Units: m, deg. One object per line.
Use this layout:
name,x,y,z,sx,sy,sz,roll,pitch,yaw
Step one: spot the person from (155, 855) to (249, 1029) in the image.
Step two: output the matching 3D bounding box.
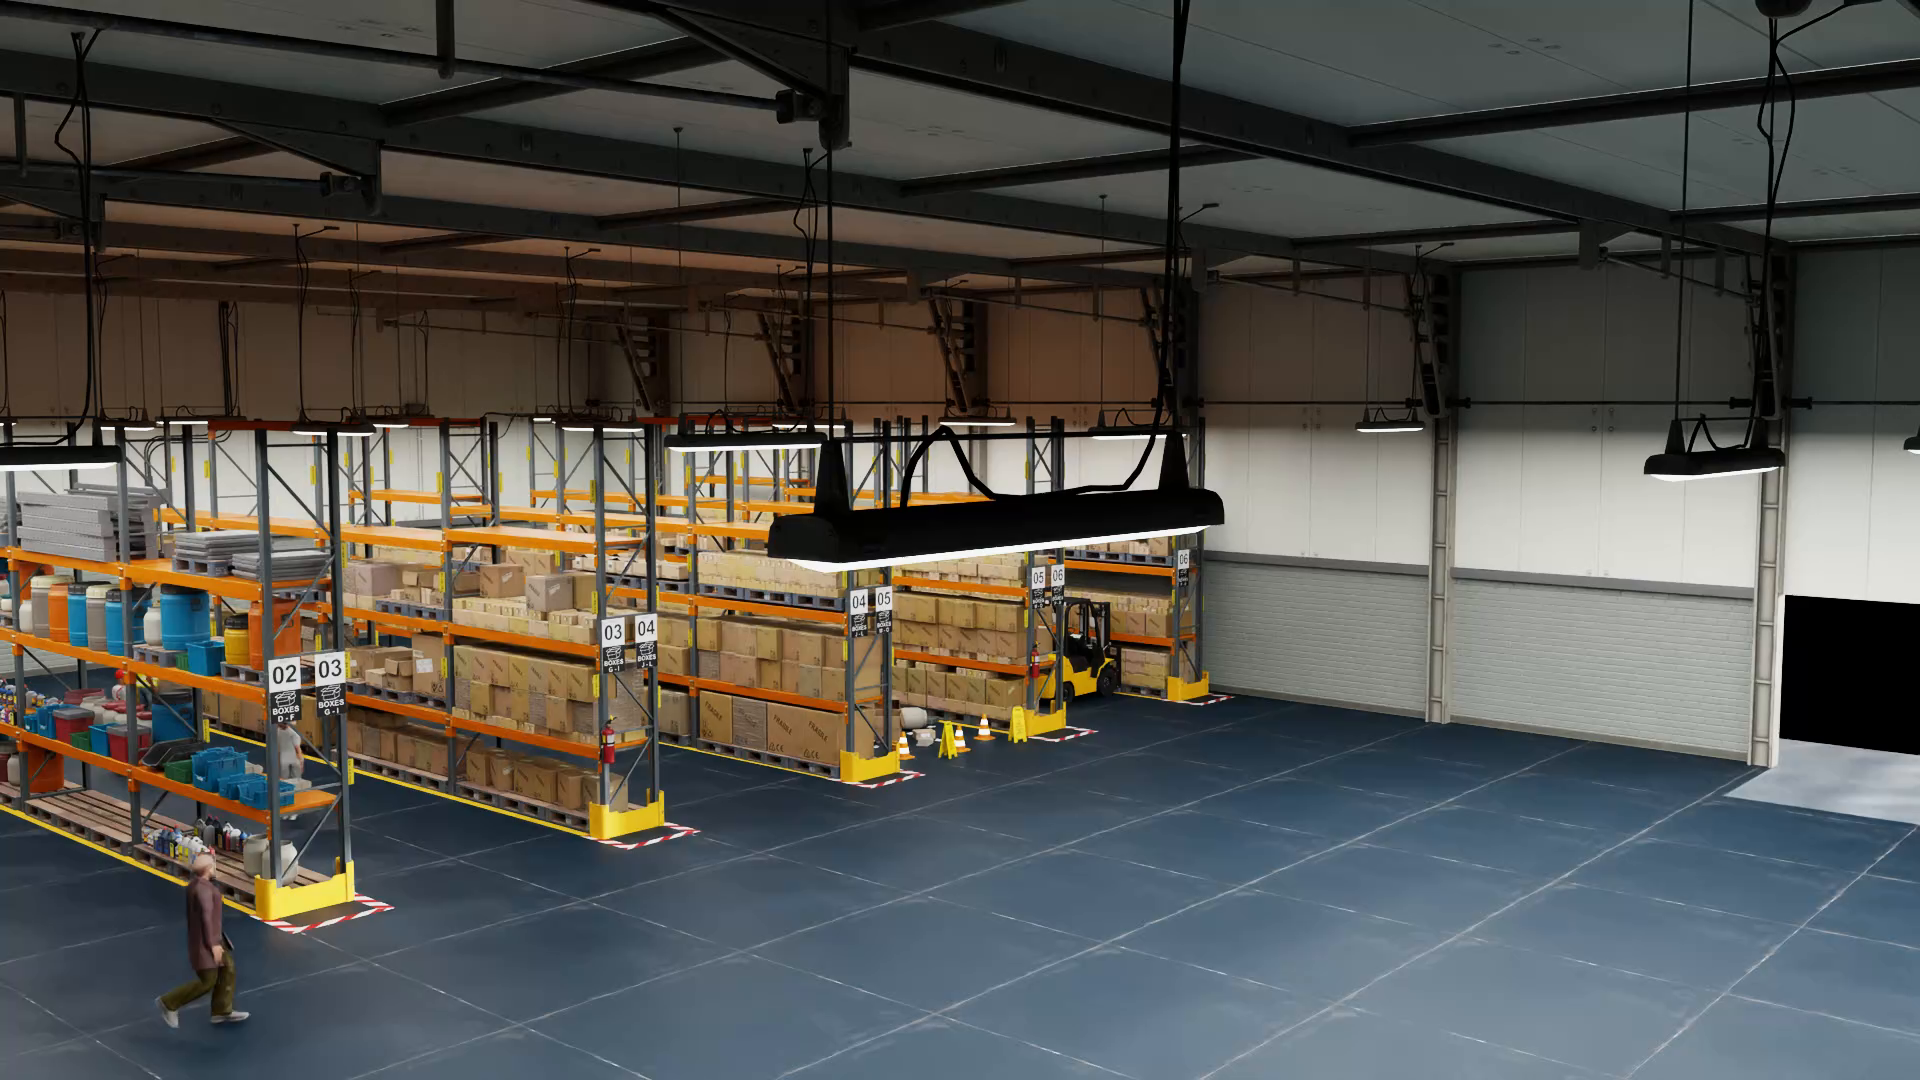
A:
person,-7.672,4.049,16.790,0.842,1.747,0.578,-1,5,-11

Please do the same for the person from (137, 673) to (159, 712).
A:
person,-15.490,2.802,31.759,0.630,1.765,0.446,4,6,36

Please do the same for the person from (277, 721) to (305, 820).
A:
person,-10.124,3.399,25.091,0.435,1.665,0.484,-1,5,-13

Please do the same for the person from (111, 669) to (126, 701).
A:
person,-14.194,3.077,28.300,0.575,1.793,0.397,3,5,30
